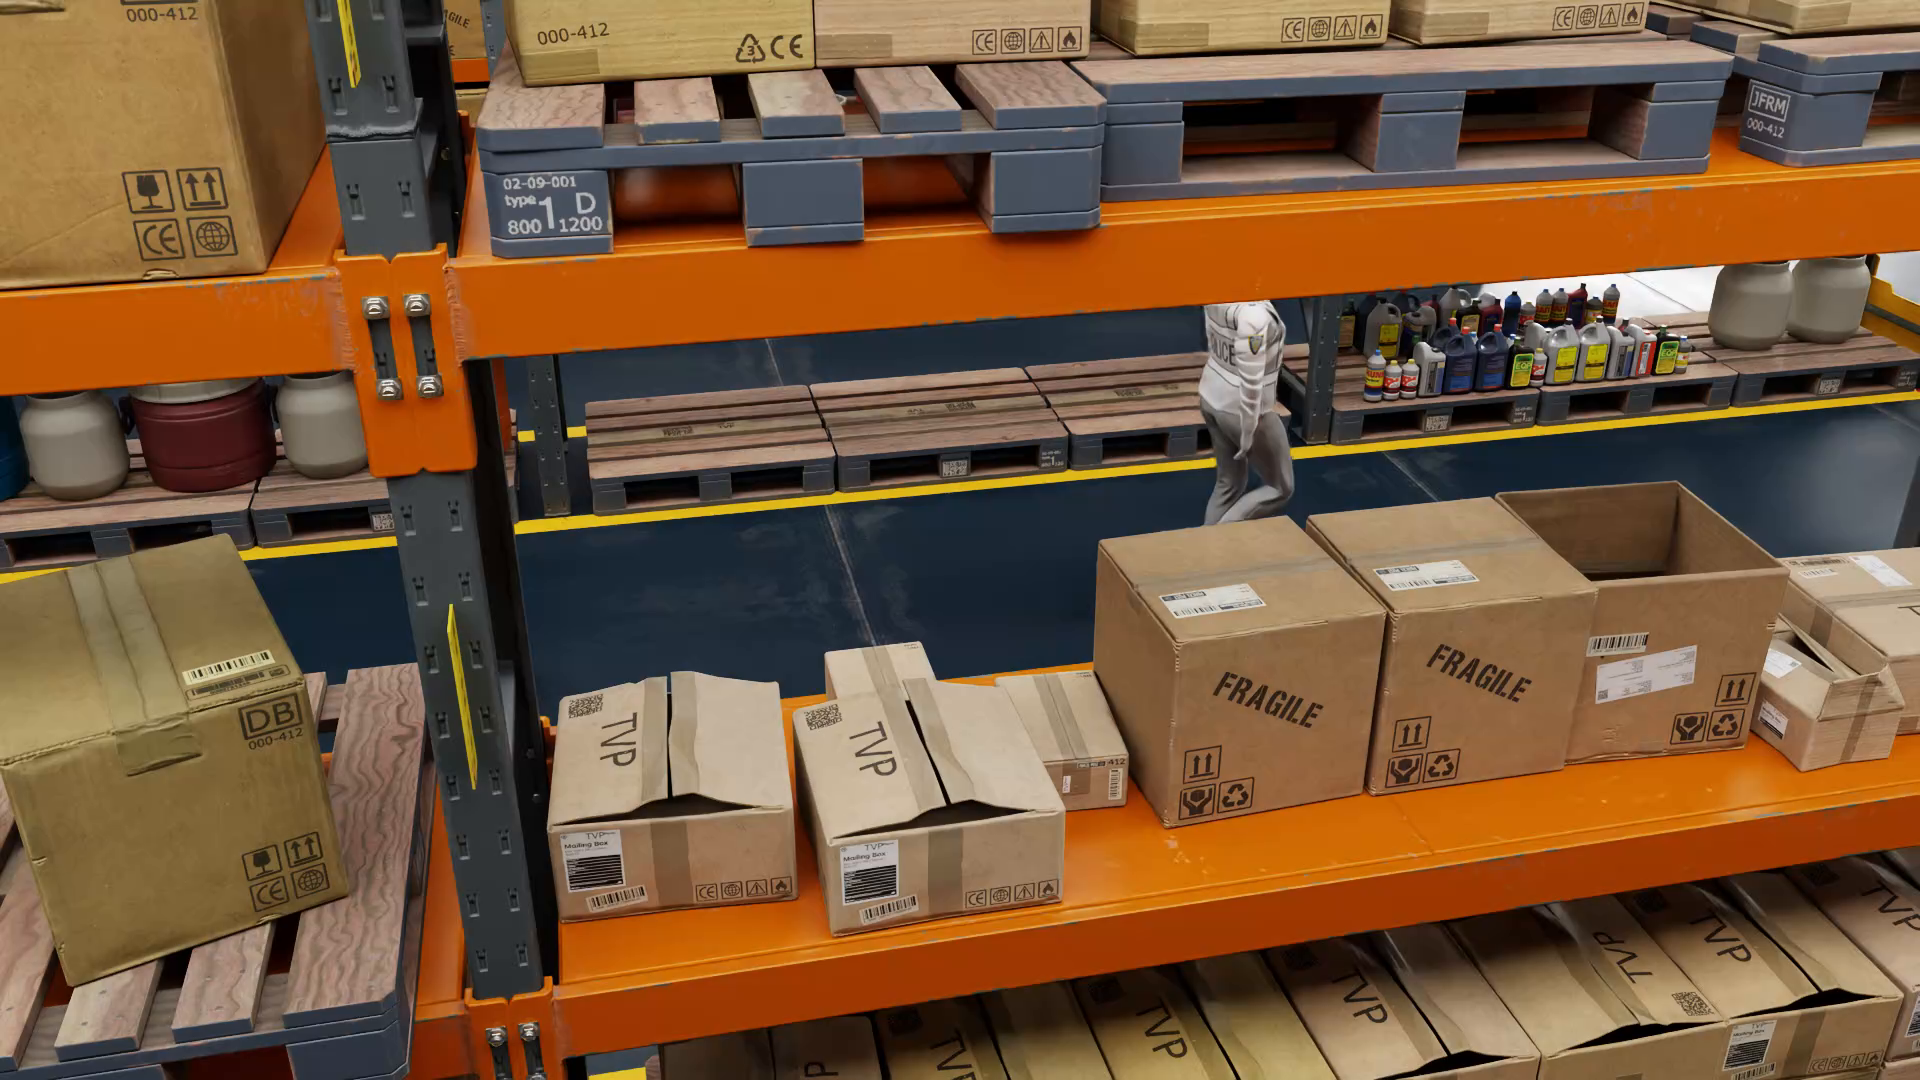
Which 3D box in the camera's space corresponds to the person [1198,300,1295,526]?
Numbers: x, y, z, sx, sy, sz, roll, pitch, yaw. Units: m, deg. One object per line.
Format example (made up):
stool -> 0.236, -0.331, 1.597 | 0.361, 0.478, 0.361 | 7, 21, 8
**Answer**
person -> 1.199, -0.567, 7.149 | 0.448, 1.682, 0.486 | -9, 28, -17
